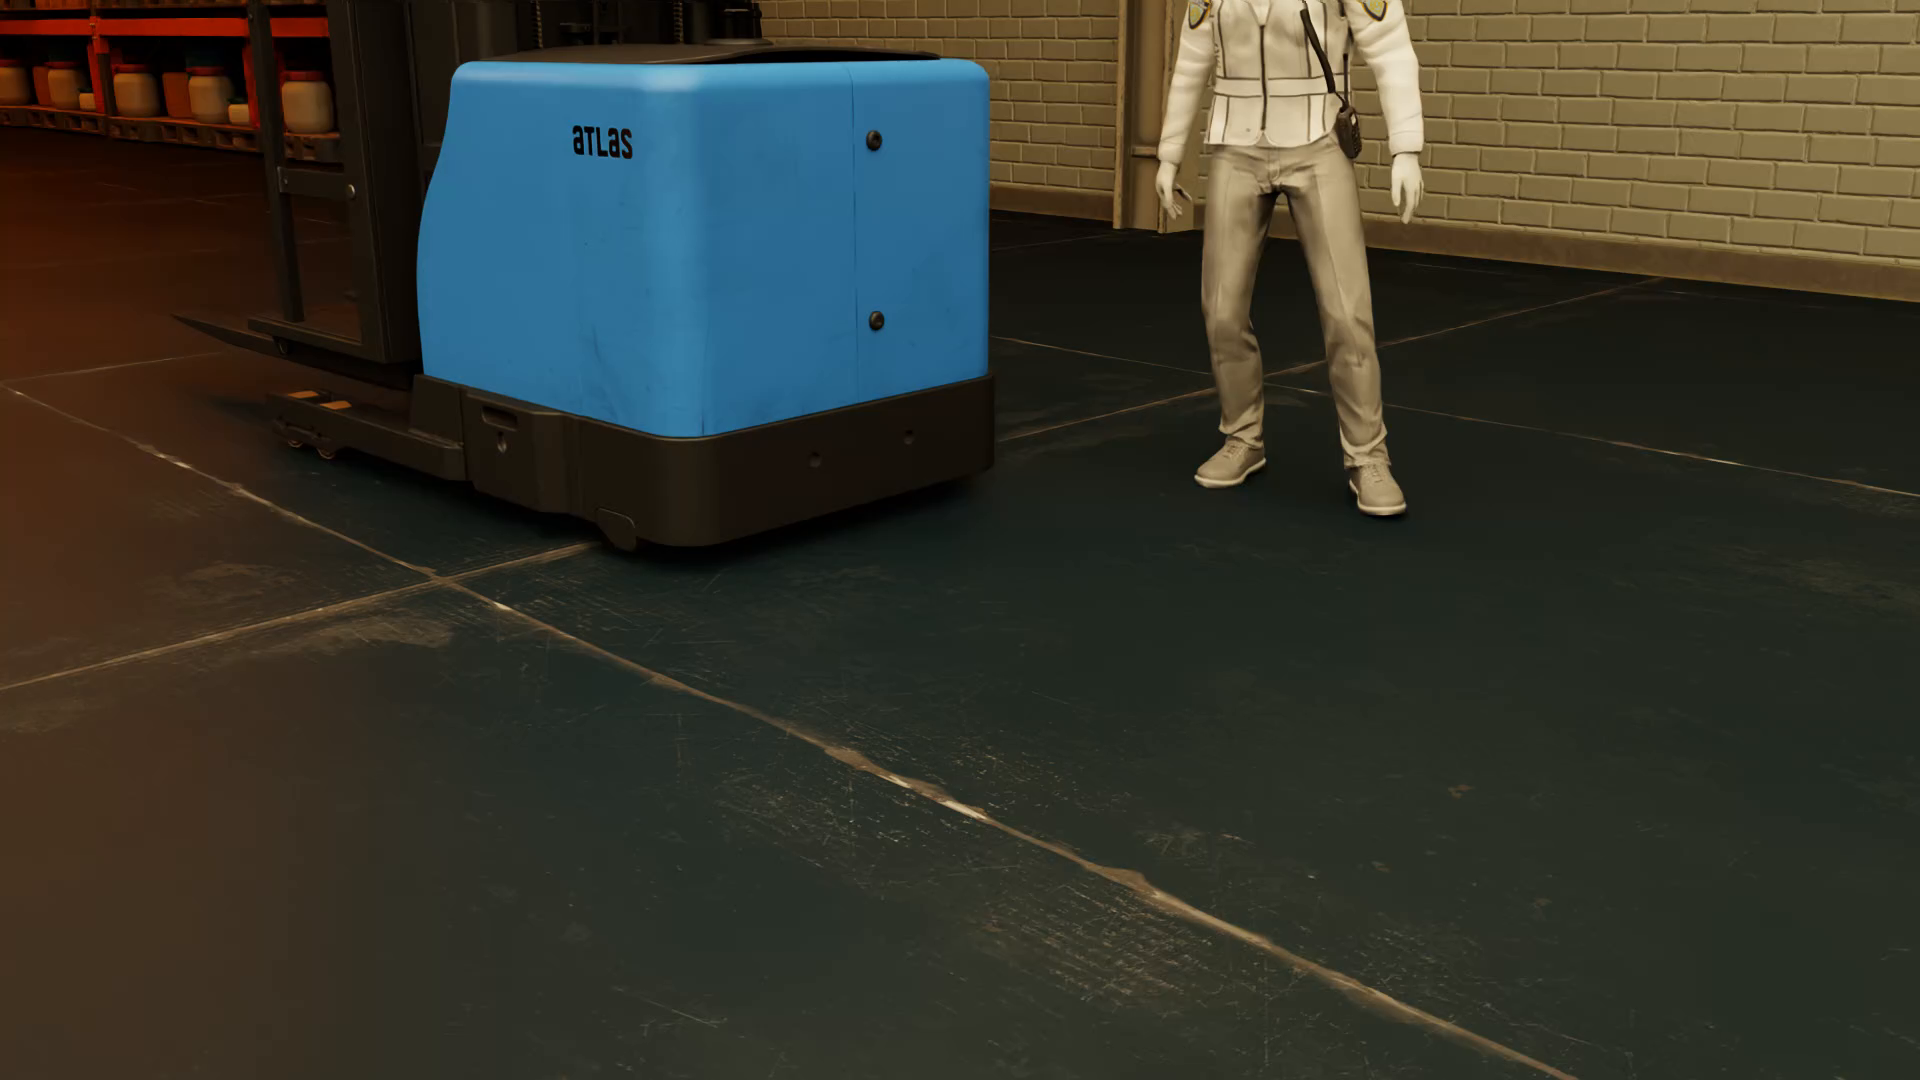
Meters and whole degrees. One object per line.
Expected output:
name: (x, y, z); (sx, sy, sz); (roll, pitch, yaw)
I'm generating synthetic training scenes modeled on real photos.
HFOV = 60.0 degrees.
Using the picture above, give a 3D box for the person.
person: (0.816, -0.922, 4.115); (0.753, 1.641, 0.365); (9, 19, 27)

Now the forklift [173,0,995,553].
forklift: (-1.331, -1.721, 4.501); (3.031, 2.935, 1.130); (15, 23, 41)
